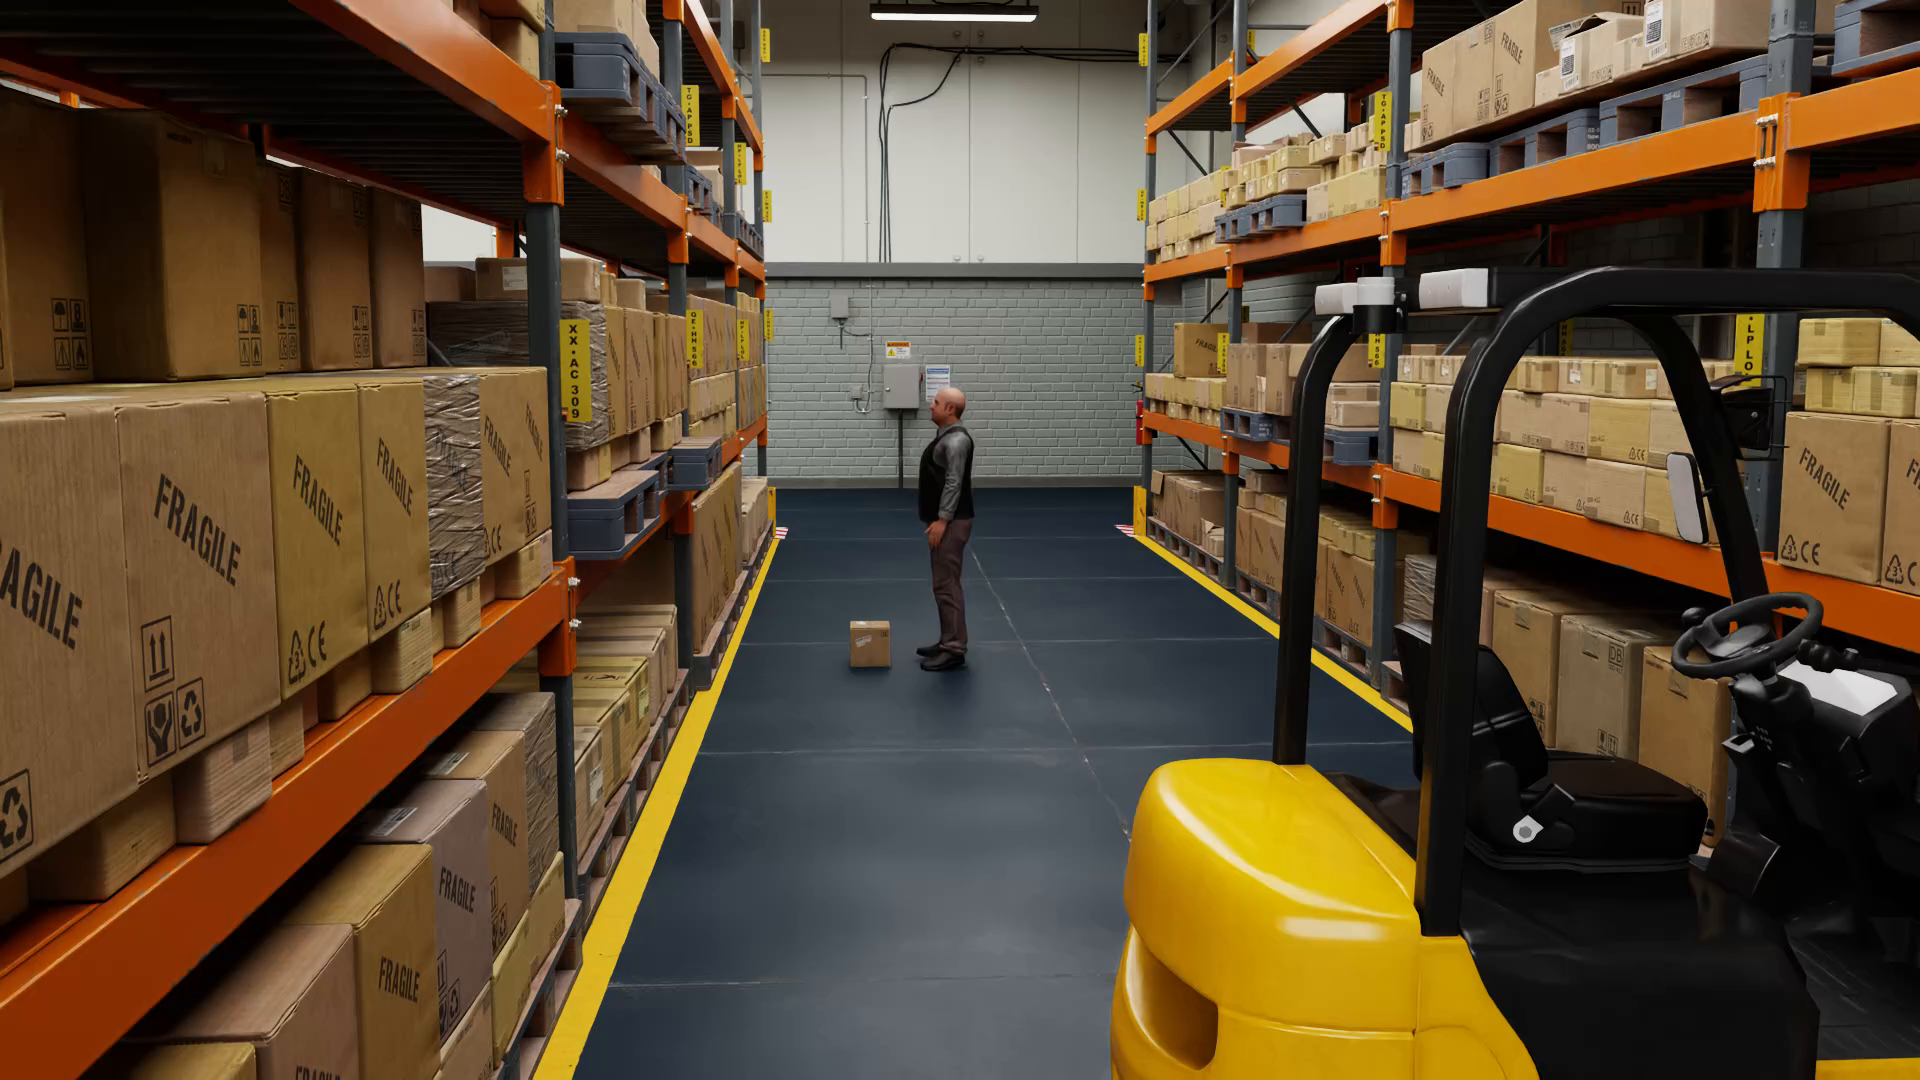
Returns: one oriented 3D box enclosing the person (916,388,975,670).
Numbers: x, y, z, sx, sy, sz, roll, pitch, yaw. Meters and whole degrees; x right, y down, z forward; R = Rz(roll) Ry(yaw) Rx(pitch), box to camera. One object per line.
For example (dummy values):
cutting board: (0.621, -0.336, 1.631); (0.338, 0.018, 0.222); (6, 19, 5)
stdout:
person: (-0.091, -0.086, 10.476); (0.364, 1.742, 0.559); (0, 7, -3)
